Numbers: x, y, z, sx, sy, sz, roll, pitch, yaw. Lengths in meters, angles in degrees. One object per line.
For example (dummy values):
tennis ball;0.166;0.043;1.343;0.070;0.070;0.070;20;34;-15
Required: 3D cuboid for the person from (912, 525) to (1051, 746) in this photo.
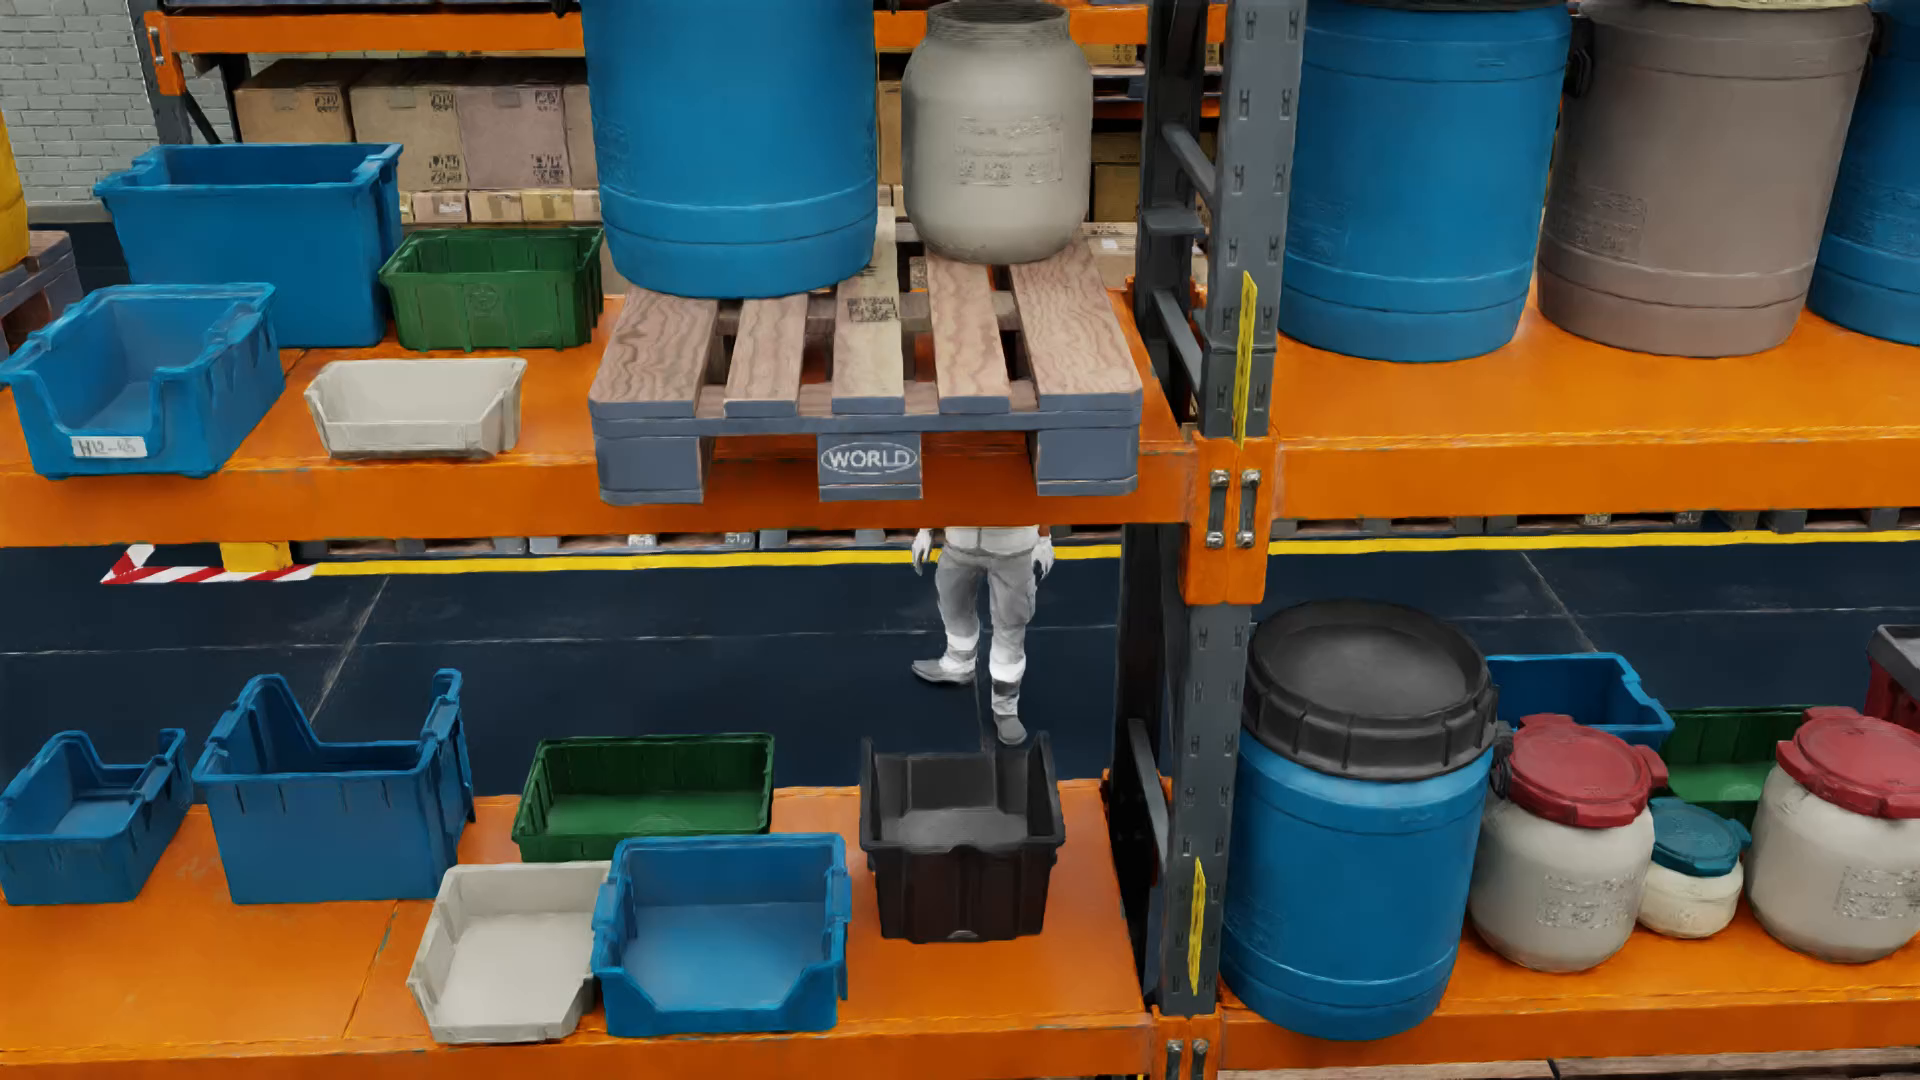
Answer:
person;0.045;-0.020;7.138;0.701;1.792;0.489;10;29;19
